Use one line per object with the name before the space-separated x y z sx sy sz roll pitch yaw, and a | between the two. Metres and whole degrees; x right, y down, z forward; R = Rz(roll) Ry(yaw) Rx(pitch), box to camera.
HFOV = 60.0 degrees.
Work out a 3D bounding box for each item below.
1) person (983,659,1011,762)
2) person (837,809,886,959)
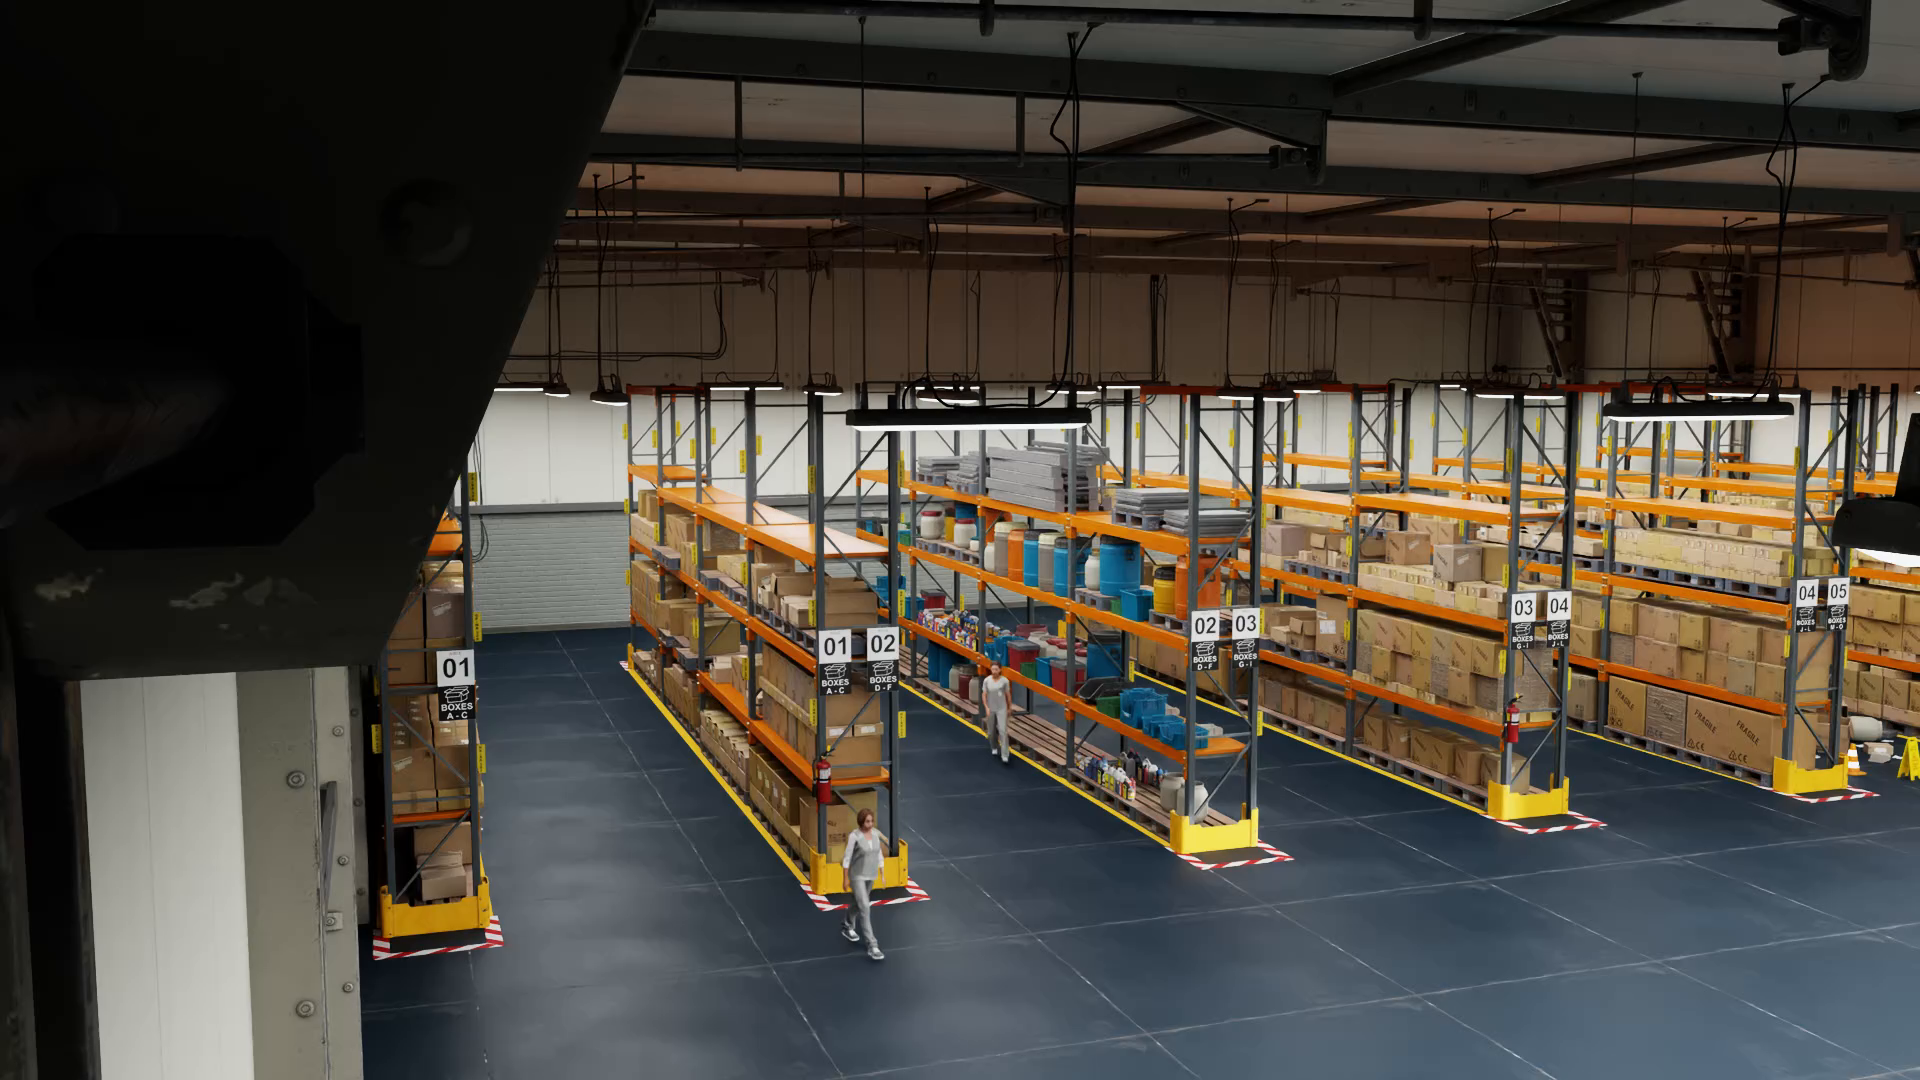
person | 0.632 2.745 26.939 0.533 1.644 0.681 4 7 31
person | -1.063 3.683 18.063 0.931 1.535 0.480 4 7 34
